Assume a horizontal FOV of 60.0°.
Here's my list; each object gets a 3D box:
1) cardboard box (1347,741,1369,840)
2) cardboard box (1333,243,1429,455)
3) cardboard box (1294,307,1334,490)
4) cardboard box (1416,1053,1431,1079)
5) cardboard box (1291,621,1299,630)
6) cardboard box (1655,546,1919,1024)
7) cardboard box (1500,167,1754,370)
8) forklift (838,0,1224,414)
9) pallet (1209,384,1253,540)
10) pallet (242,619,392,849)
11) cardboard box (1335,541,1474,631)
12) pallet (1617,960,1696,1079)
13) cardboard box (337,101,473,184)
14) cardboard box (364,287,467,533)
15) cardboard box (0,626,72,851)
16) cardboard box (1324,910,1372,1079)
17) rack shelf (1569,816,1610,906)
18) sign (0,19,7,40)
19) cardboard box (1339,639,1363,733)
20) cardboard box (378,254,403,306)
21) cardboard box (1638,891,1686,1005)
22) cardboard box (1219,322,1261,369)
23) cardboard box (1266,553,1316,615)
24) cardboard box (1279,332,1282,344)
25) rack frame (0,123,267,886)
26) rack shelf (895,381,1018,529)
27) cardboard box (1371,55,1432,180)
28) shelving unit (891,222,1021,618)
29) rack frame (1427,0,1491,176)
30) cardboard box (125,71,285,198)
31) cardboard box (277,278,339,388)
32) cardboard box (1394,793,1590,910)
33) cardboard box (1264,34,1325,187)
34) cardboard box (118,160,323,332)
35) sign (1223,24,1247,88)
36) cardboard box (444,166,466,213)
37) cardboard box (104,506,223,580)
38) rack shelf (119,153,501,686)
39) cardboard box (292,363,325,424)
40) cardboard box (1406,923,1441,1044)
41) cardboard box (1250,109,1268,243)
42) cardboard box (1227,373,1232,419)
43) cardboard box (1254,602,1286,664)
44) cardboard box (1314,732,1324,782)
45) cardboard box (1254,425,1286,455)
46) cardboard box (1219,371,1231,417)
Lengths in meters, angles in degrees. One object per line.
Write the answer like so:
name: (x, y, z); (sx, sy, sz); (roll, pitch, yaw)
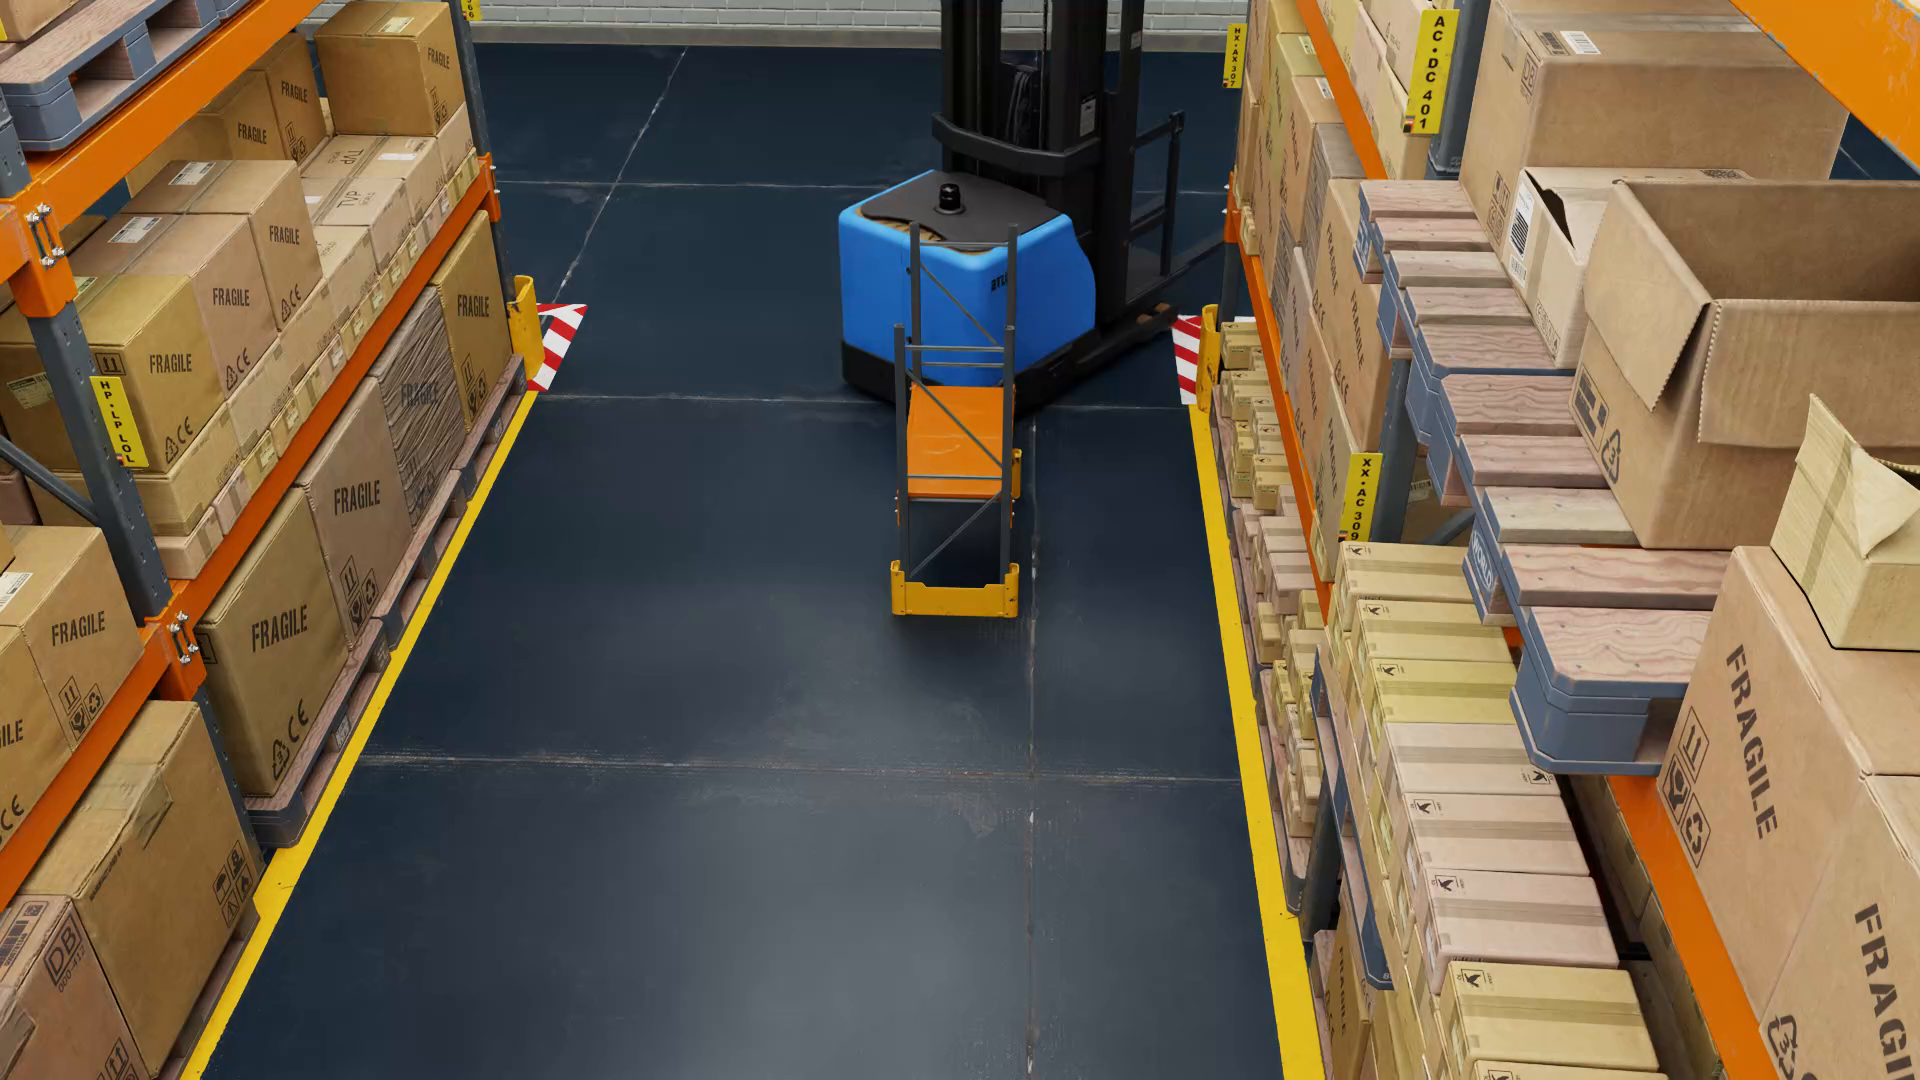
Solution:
cardboard box: (1.269, 0.687, 4.517); (0.380, 0.149, 0.250); (2, 35, 2)
cardboard box: (1.512, -0.611, 5.295); (0.500, 0.500, 0.500); (0, 35, 0)
cardboard box: (1.523, -0.508, 6.019); (0.500, 0.500, 0.500); (0, 35, 1)
cardboard box: (1.228, 1.279, 3.675); (0.380, 0.149, 0.250); (0, 35, 0)
cardboard box: (1.558, 0.470, 6.828); (0.380, 0.149, 0.250); (2, 35, 2)
cardboard box: (1.403, 0.359, 2.435); (0.500, 0.500, 0.500); (1, 35, 2)
cardboard box: (1.518, -0.625, 3.634); (0.500, 0.311, 0.500); (1, 35, 1)
forklift: (0.666, -2.544, 9.320); (1.130, 2.935, 3.031); (26, 43, 32)
pallet: (1.853, -0.410, 8.650); (1.003, 0.211, 1.213); (1, 35, 2)
pallet: (-3.080, 0.770, 6.970); (1.003, 0.211, 1.213); (1, 35, 2)
cardboard box: (1.288, 0.141, 4.777); (0.380, 0.149, 0.250); (3, 35, 4)
pallet: (1.642, 1.476, 3.708); (1.003, 0.211, 1.213); (1, 35, 2)
cardboard box: (-2.782, -2.009, 8.372); (0.500, 0.250, 0.500); (1, 35, 1)
cardboard box: (-3.010, -0.644, 8.040); (0.875, 0.875, 0.875); (1, 35, 2)
cardboard box: (-2.961, 0.583, 4.725); (0.500, 0.500, 0.500); (2, 35, 3)
cardboard box: (1.469, 1.507, 5.306); (0.500, 0.500, 0.500); (3, 35, 4)
rack shelf: (1.683, 1.681, 3.876); (1.077, 0.370, 4.000); (1, 35, 2)
sign: (-2.646, -1.496, 4.438); (0.100, 0.325, 0.005); (1, 35, 2)
cardboard box: (1.280, 0.411, 4.651); (0.380, 0.149, 0.250); (1, 35, 1)
cardboard box: (-2.762, -1.183, 7.543); (0.380, 0.149, 0.250); (1, 35, 2)
cardboard box: (1.908, 0.997, 4.075); (0.380, 0.149, 0.250); (0, 35, 0)
cardboard box: (1.564, -1.016, 8.684); (0.380, 0.149, 0.250); (0, 35, 0)
cardboard box: (1.498, 0.182, 6.979); (0.380, 0.149, 0.250); (0, 35, 0)
cardboard box: (1.572, -0.882, 7.115); (0.380, 0.149, 0.250); (3, 35, 4)
rack frame: (-3.188, 0.065, 5.549); (1.000, 3.000, 0.127); (1, 35, 2)
rack shelf: (-0.003, -0.417, 7.852); (0.538, 0.185, 1.000); (1, 35, 2)
cardboard box: (1.513, -1.217, 4.894); (0.500, 0.250, 0.500); (2, 35, 3)
shelving unit: (-0.003, -0.570, 7.756); (0.587, 1.500, 1.083); (1, 35, 2)
rack frame: (1.764, -2.217, 3.579); (1.000, 3.000, 0.127); (1, 35, 2)
cardboard box: (-3.352, -1.746, 7.345); (0.500, 0.500, 0.500); (0, 35, 1)
cardboard box: (-2.868, -0.843, 6.712); (0.500, 0.250, 0.500); (2, 35, 3)
cardboard box: (1.248, 0.739, 3.926); (0.380, 0.149, 0.250); (1, 35, 1)
cardboard box: (1.584, -1.792, 6.976); (0.500, 0.500, 0.500); (1, 35, 1)
cardboard box: (-2.870, -1.154, 6.502); (0.500, 0.500, 0.500); (0, 35, 0)
sign: (1.382, -2.427, 8.342); (0.100, 0.325, 0.005); (1, 35, 2)
cardboard box: (-2.722, -1.769, 8.377); (0.380, 0.149, 0.250); (2, 35, 2)
cardboard box: (-2.844, 0.005, 5.852); (0.380, 0.149, 0.250); (1, 35, 2)
rack shelf: (-3.108, -0.790, 7.391); (1.077, 0.370, 4.000); (1, 35, 2)
cardboard box: (-2.805, -0.595, 6.707); (0.380, 0.149, 0.250); (1, 35, 1)
cardboard box: (1.240, 1.016, 3.790); (0.380, 0.149, 0.250); (1, 35, 1)
cardboard box: (1.634, -1.664, 7.663); (0.500, 0.500, 0.500); (1, 35, 2)
cardboard box: (1.579, -0.737, 8.545); (0.380, 0.149, 0.250); (1, 35, 2)
cardboard box: (1.480, 0.404, 7.181); (0.380, 0.149, 0.250); (1, 35, 2)
cardboard box: (1.518, 0.778, 6.131); (0.380, 0.149, 0.250); (2, 35, 3)
cardboard box: (1.587, -0.410, 7.821); (0.380, 0.149, 0.250); (3, 35, 4)
cardboard box: (1.583, -0.773, 8.855); (0.380, 0.149, 0.250); (2, 35, 3)
